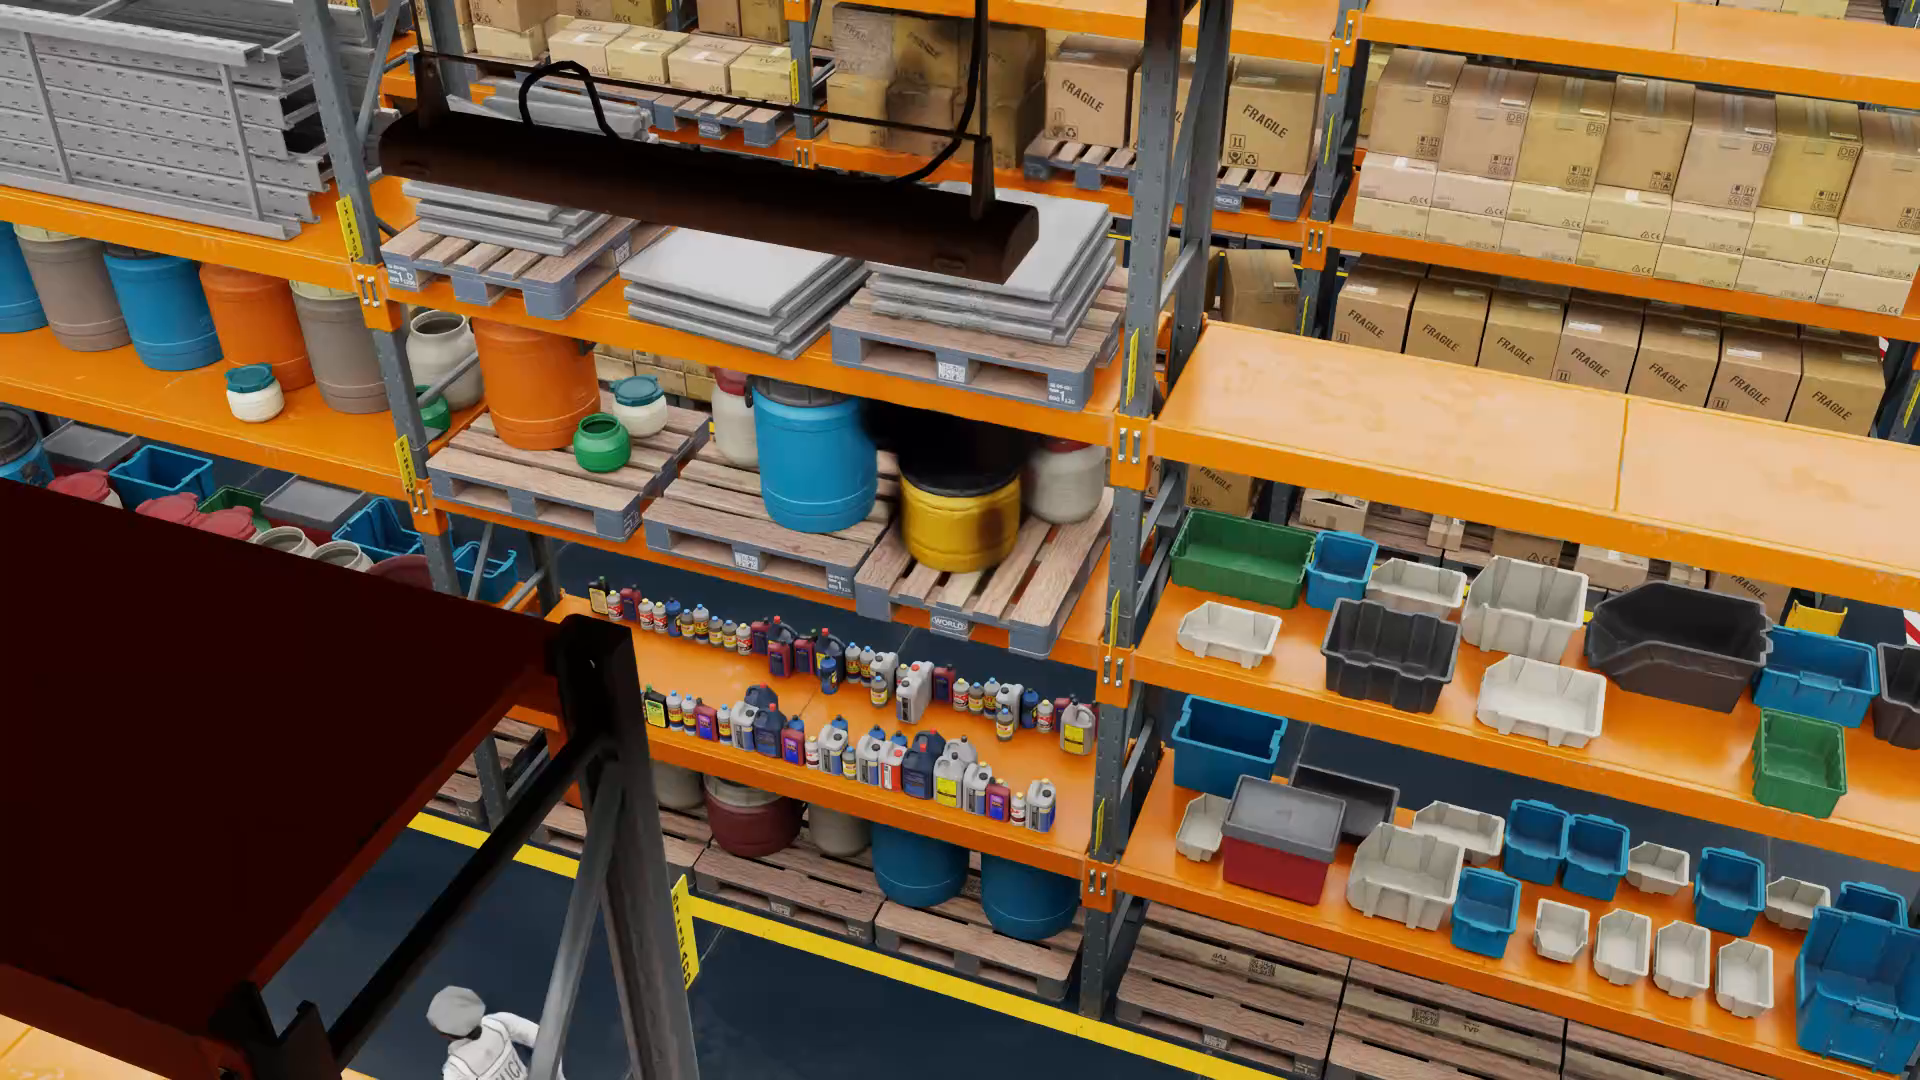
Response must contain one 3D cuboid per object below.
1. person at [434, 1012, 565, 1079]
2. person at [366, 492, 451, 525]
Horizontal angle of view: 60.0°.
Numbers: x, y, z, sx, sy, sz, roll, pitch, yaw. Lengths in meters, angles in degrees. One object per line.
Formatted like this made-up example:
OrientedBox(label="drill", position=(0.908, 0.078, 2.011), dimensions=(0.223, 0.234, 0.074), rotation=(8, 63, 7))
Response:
OrientedBox(label="person", position=(-2.180, 2.877, 8.227), dimensions=(0.697, 1.576, 0.610), rotation=(12, 38, 15))
OrientedBox(label="person", position=(-4.536, -0.733, 12.998), dimensions=(0.893, 1.656, 0.560), rotation=(8, 37, 10))
